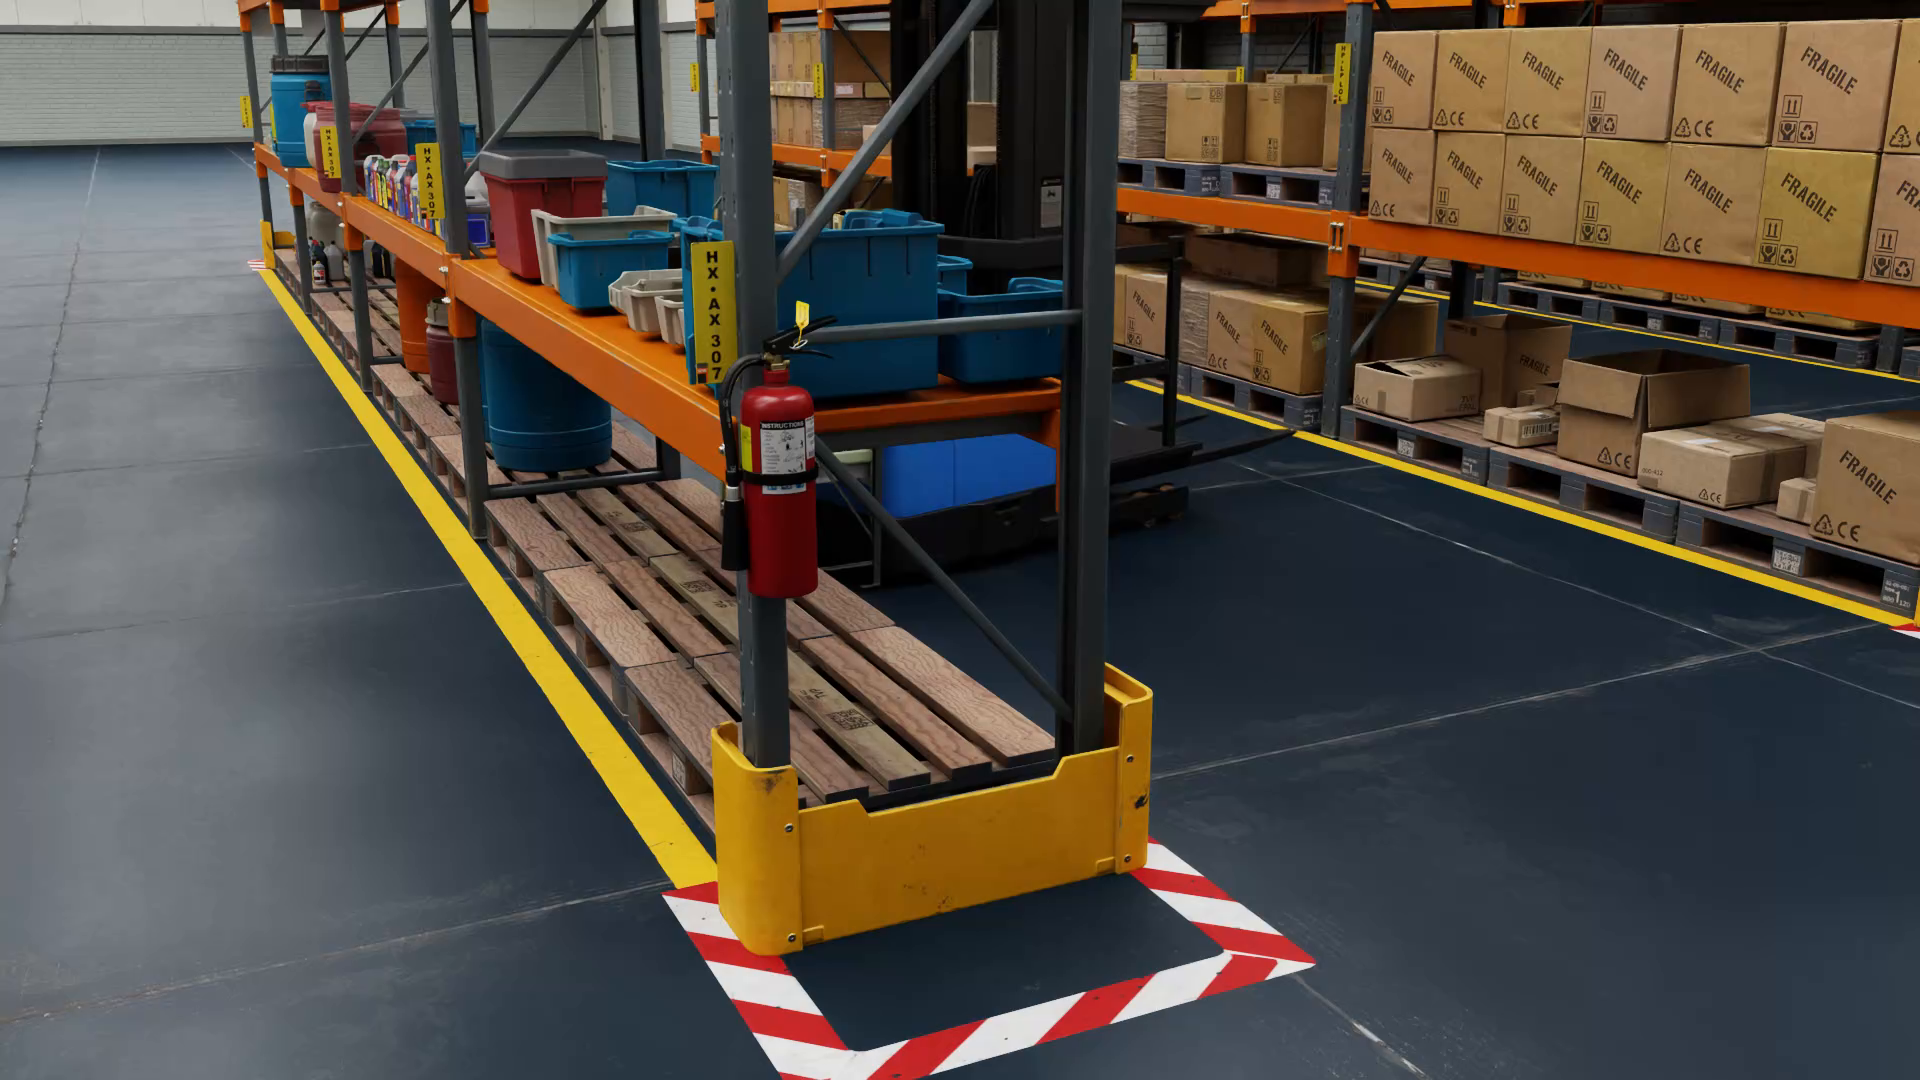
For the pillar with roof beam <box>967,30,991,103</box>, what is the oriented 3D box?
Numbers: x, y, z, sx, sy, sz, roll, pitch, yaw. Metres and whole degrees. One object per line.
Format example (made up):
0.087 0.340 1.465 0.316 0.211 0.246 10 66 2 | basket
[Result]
-3.597 -9.463 24.413 9.100 9.000 0.400 -8 18 -25 | pillar with roof beam

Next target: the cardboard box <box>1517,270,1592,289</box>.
5.526 -2.668 14.745 0.750 0.750 0.750 -8 18 -26 | cardboard box

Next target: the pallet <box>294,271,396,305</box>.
-5.593 -2.323 15.464 1.003 0.211 1.213 -8 18 -25 | pallet

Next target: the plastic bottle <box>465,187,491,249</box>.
-2.295 -1.508 7.791 0.152 0.276 0.135 -8 18 -25 | plastic bottle

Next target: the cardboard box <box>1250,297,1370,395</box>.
2.149 -1.204 10.242 0.500 0.500 0.500 -8 18 -25 | cardboard box

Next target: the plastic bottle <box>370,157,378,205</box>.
-3.582 -2.211 10.229 0.061 0.283 0.133 -8 18 -25 | plastic bottle

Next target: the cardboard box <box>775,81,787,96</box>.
-1.748 -4.806 17.704 0.380 0.149 0.250 -7 17 -23 | cardboard box

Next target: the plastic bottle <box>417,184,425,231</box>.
-2.734 -1.757 8.659 0.152 0.276 0.135 -8 18 -25 | plastic bottle

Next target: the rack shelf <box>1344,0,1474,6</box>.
1.747 -3.698 11.066 1.077 0.370 4.000 -8 18 -25 | rack shelf

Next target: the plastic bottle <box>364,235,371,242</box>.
-5.899 -2.909 16.575 0.061 0.283 0.133 -8 18 -25 | plastic bottle

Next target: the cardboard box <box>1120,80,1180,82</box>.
1.248 -3.205 12.540 0.500 0.500 0.700 15 22 42 | cardboard box

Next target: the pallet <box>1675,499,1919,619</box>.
3.992 0.010 7.335 1.003 0.211 1.213 -8 18 -25 | pallet

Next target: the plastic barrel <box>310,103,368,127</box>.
-4.793 -3.112 12.910 0.433 0.535 0.433 0 16 0 | plastic barrel

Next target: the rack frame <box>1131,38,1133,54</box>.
1.817 -5.681 22.110 1.000 3.000 0.127 -8 18 -25 | rack frame

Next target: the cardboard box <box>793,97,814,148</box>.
-1.319 -4.377 17.384 0.700 0.500 0.500 -8 18 -25 | cardboard box

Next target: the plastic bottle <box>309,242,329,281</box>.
-5.877 -2.555 15.222 0.144 0.351 0.185 -8 18 -26 | plastic bottle

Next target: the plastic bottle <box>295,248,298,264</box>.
-6.529 -2.838 16.476 0.097 0.201 0.097 0 16 0 | plastic bottle

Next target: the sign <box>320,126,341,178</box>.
-4.075 -2.511 10.765 0.100 0.325 0.005 -8 18 -25 | sign

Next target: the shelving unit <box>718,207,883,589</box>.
-0.677 -0.599 6.991 0.431 1.500 0.755 -8 19 -30 | shelving unit

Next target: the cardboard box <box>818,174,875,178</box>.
-1.242 -3.731 18.179 0.500 0.500 0.500 -8 18 -25 | cardboard box

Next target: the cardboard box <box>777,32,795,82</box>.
-1.523 -5.120 17.622 0.700 0.500 0.500 -8 18 -25 | cardboard box

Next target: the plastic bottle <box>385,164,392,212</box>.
-3.296 -2.055 9.707 0.097 0.271 0.097 0 16 0 | plastic bottle

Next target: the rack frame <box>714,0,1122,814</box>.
-0.079 -0.517 4.113 1.000 3.000 0.127 -8 18 -25 | rack frame

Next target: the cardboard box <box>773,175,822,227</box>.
-1.712 -3.668 17.958 0.500 0.500 0.500 -8 18 -25 | cardboard box

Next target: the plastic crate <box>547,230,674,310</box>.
-1.209 -0.943 5.795 0.416 0.233 0.300 -8 18 -25 | plastic crate

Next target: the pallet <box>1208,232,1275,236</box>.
3.244 -3.511 19.604 1.003 0.211 1.213 -8 18 -25 | pallet

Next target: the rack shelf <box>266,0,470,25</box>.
-4.460 -4.092 12.439 1.077 0.370 4.000 -8 18 -25 | rack shelf

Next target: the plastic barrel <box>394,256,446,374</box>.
-3.354 -1.540 10.852 0.600 0.830 0.708 -8 18 -25 | plastic barrel

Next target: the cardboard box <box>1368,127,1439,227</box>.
2.601 -1.995 9.083 0.500 0.500 0.500 -7 17 -23 | cardboard box

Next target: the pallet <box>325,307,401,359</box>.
-4.419 -1.659 13.149 1.003 0.211 1.213 -8 18 -25 | pallet

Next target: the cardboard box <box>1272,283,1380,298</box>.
2.387 -1.396 10.913 0.500 0.500 0.500 -7 18 -24 | cardboard box

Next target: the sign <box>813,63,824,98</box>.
-1.380 -4.477 16.199 0.100 0.325 0.005 -8 18 -25 | sign

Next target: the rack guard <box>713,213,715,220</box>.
-2.645 -3.886 20.386 1.175 0.500 0.348 -8 18 -25 | rack guard

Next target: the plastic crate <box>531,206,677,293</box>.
-1.328 -1.080 6.181 0.437 0.282 0.530 -8 18 -25 | plastic crate

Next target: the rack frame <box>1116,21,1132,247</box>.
0.871 -3.098 13.108 1.000 3.000 0.127 -8 18 -25 | rack frame

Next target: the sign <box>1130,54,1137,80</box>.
1.354 -3.684 13.196 0.100 0.325 0.005 -8 18 -25 | sign

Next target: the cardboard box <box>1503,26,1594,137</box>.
3.028 -2.229 8.085 0.500 0.500 0.500 -8 18 -27 | cardboard box

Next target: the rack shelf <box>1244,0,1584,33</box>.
4.446 -5.289 16.611 1.077 0.370 4.000 -8 18 -25 | rack shelf

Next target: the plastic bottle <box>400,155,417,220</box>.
-3.011 -1.946 9.184 0.144 0.351 0.185 -8 18 -25 | plastic bottle

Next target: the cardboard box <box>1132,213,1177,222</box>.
2.566 -4.179 20.611 0.700 0.500 0.500 -9 18 -28 | cardboard box

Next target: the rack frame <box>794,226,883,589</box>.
-0.488 -0.506 6.693 0.400 1.500 0.023 -8 19 -30 | rack frame

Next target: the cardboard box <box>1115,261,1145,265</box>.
1.048 -1.831 12.429 0.500 0.500 0.500 -8 18 -27 | cardboard box

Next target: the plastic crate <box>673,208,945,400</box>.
-0.394 -0.623 4.311 0.616 0.435 0.499 -8 18 -25 | plastic crate

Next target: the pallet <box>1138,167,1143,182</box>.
1.231 -2.846 12.579 1.213 0.211 1.003 -8 18 -25 | pallet

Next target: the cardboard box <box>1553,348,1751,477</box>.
3.451 -0.652 8.315 0.797 0.503 0.637 -8 18 -25 | cardboard box

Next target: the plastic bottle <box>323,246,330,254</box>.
-5.839 -2.591 15.482 0.152 0.276 0.135 -8 18 -25 | plastic bottle

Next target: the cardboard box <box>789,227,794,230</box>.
-1.491 -3.184 17.631 0.500 0.250 0.500 -8 18 -25 | cardboard box

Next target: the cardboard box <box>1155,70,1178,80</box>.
2.650 -5.316 19.715 0.500 0.500 0.500 -8 18 -26 | cardboard box

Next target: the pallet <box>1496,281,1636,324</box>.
5.600 -2.153 14.869 1.003 0.211 1.213 -8 18 -25 | pallet

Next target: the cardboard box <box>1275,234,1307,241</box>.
3.907 -3.519 18.309 0.700 0.500 0.500 -7 17 -23 | cardboard box

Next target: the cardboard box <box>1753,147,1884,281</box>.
3.704 -1.369 6.901 0.500 0.500 0.500 -7 18 -24 | cardboard box

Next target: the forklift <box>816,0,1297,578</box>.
0.479 -1.569 7.905 3.031 2.935 1.130 -14 21 -40 | forklift

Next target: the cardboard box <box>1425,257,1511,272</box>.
4.960 -2.880 16.082 0.700 0.500 0.500 -7 18 -24 | cardboard box

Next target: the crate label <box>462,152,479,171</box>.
-3.431 -2.570 11.571 0.303 0.233 0.416 -8 18 -25 | crate label

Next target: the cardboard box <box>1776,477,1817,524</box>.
3.819 -0.180 7.280 0.380 0.166 0.250 -8 18 -25 | cardboard box

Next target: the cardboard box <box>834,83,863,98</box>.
-1.193 -4.491 16.606 0.380 0.149 0.250 -8 18 -25 | cardboard box
